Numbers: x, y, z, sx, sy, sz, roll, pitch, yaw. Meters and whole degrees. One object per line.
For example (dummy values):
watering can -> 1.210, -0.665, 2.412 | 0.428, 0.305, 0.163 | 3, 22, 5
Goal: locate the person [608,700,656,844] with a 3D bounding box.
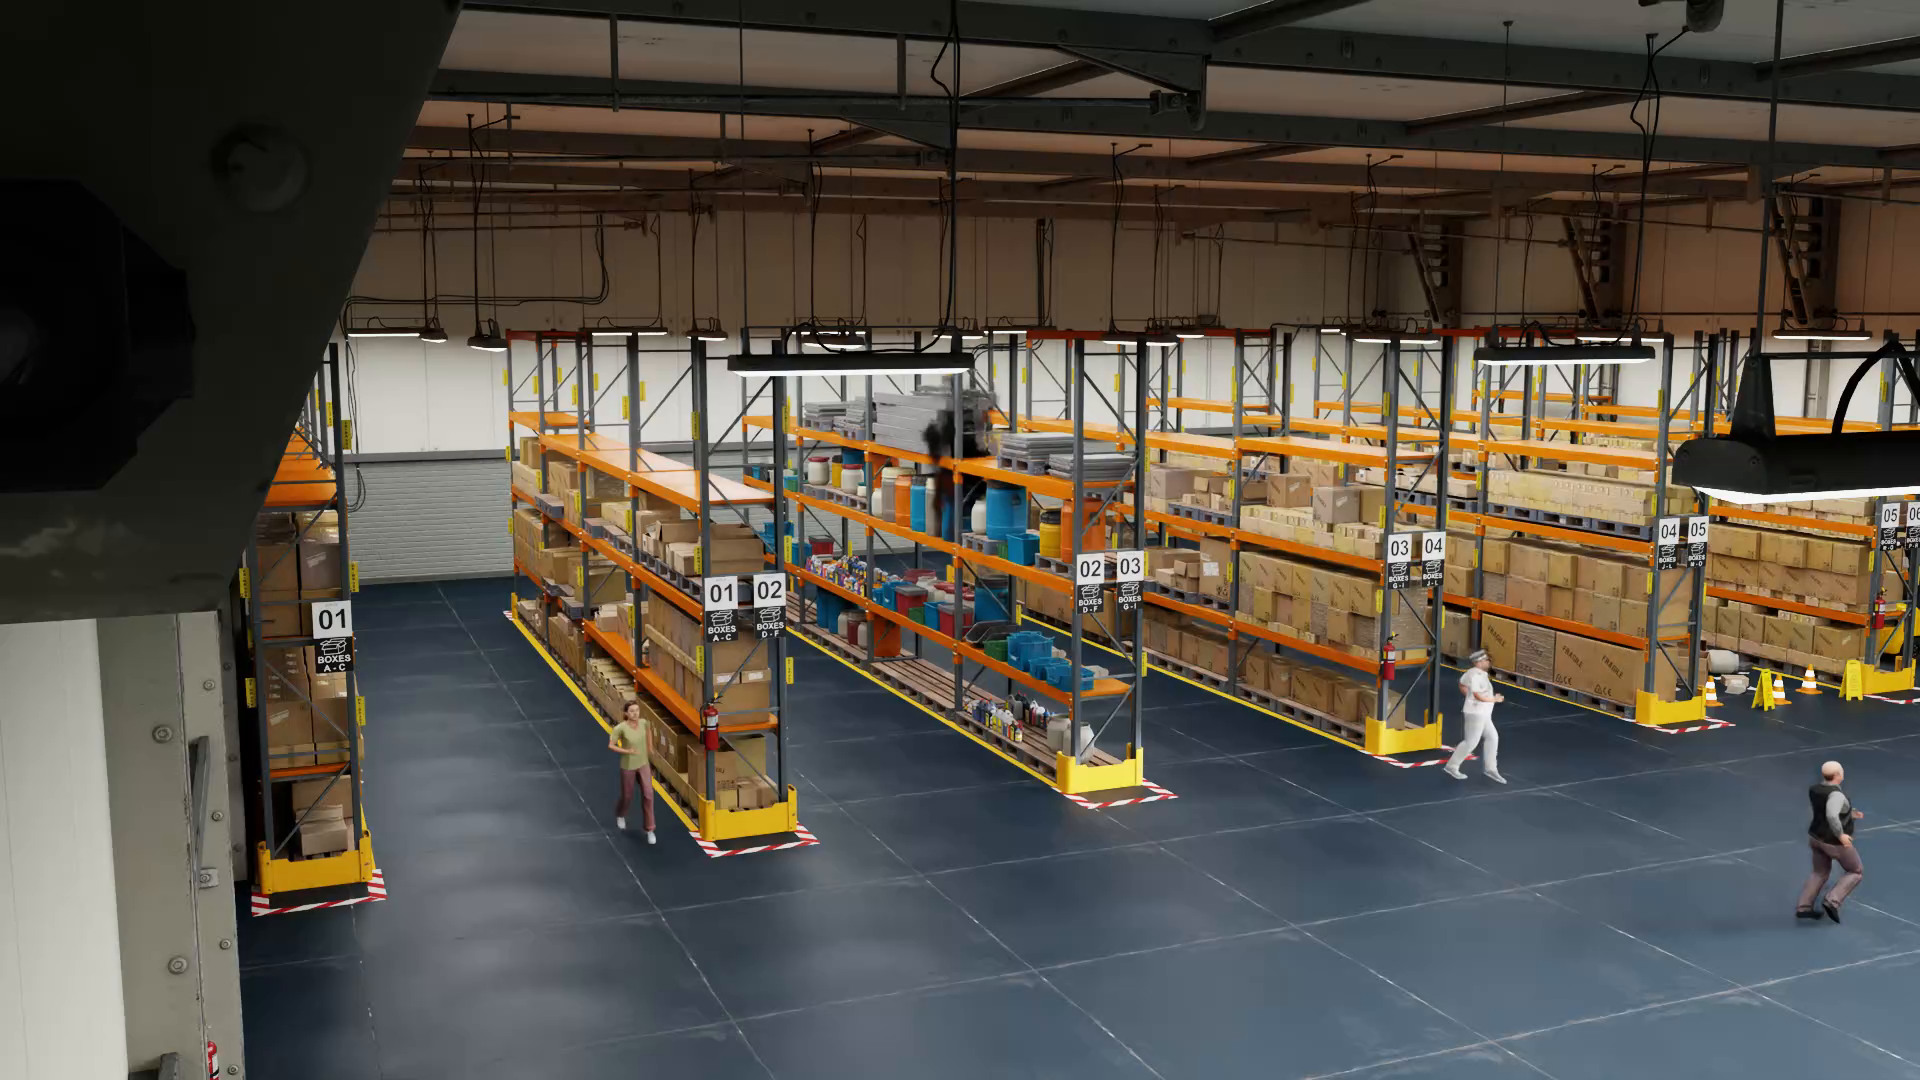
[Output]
person -> -3.958, 2.757, 20.126 | 0.605, 1.688, 0.918 | -5, 9, -31

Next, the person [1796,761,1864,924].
person -> 9.090, 3.140, 17.301 | 0.683, 1.703, 0.633 | -1, 8, -11

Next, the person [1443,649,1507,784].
person -> 7.031, 2.381, 22.591 | 0.828, 1.807, 0.668 | 3, 8, 18

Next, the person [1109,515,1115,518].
person -> 3.514, 0.219, 39.128 | 0.597, 1.596, 0.517 | -1, 8, -6
